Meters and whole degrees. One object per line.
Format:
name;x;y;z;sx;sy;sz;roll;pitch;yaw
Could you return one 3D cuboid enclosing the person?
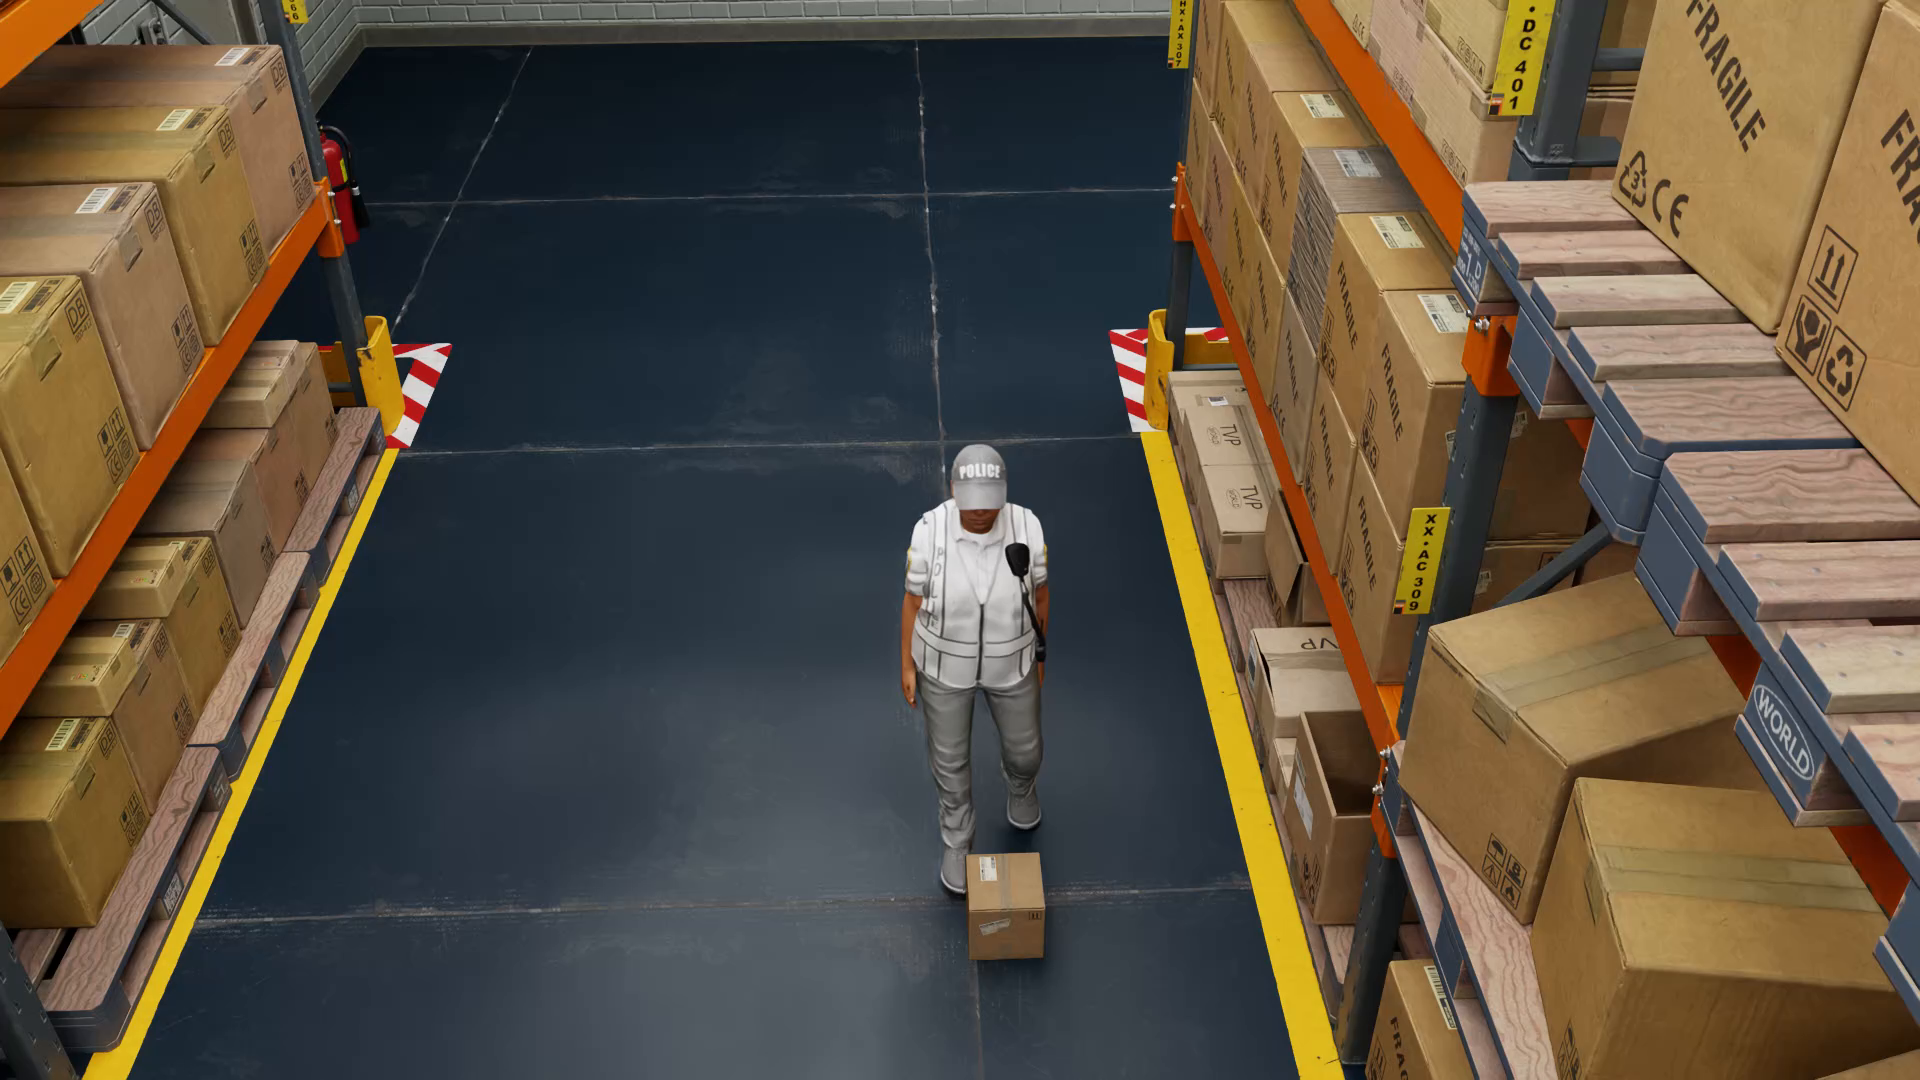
person;0.053;0.419;5.557;0.505;1.674;0.560;-2;35;-2
